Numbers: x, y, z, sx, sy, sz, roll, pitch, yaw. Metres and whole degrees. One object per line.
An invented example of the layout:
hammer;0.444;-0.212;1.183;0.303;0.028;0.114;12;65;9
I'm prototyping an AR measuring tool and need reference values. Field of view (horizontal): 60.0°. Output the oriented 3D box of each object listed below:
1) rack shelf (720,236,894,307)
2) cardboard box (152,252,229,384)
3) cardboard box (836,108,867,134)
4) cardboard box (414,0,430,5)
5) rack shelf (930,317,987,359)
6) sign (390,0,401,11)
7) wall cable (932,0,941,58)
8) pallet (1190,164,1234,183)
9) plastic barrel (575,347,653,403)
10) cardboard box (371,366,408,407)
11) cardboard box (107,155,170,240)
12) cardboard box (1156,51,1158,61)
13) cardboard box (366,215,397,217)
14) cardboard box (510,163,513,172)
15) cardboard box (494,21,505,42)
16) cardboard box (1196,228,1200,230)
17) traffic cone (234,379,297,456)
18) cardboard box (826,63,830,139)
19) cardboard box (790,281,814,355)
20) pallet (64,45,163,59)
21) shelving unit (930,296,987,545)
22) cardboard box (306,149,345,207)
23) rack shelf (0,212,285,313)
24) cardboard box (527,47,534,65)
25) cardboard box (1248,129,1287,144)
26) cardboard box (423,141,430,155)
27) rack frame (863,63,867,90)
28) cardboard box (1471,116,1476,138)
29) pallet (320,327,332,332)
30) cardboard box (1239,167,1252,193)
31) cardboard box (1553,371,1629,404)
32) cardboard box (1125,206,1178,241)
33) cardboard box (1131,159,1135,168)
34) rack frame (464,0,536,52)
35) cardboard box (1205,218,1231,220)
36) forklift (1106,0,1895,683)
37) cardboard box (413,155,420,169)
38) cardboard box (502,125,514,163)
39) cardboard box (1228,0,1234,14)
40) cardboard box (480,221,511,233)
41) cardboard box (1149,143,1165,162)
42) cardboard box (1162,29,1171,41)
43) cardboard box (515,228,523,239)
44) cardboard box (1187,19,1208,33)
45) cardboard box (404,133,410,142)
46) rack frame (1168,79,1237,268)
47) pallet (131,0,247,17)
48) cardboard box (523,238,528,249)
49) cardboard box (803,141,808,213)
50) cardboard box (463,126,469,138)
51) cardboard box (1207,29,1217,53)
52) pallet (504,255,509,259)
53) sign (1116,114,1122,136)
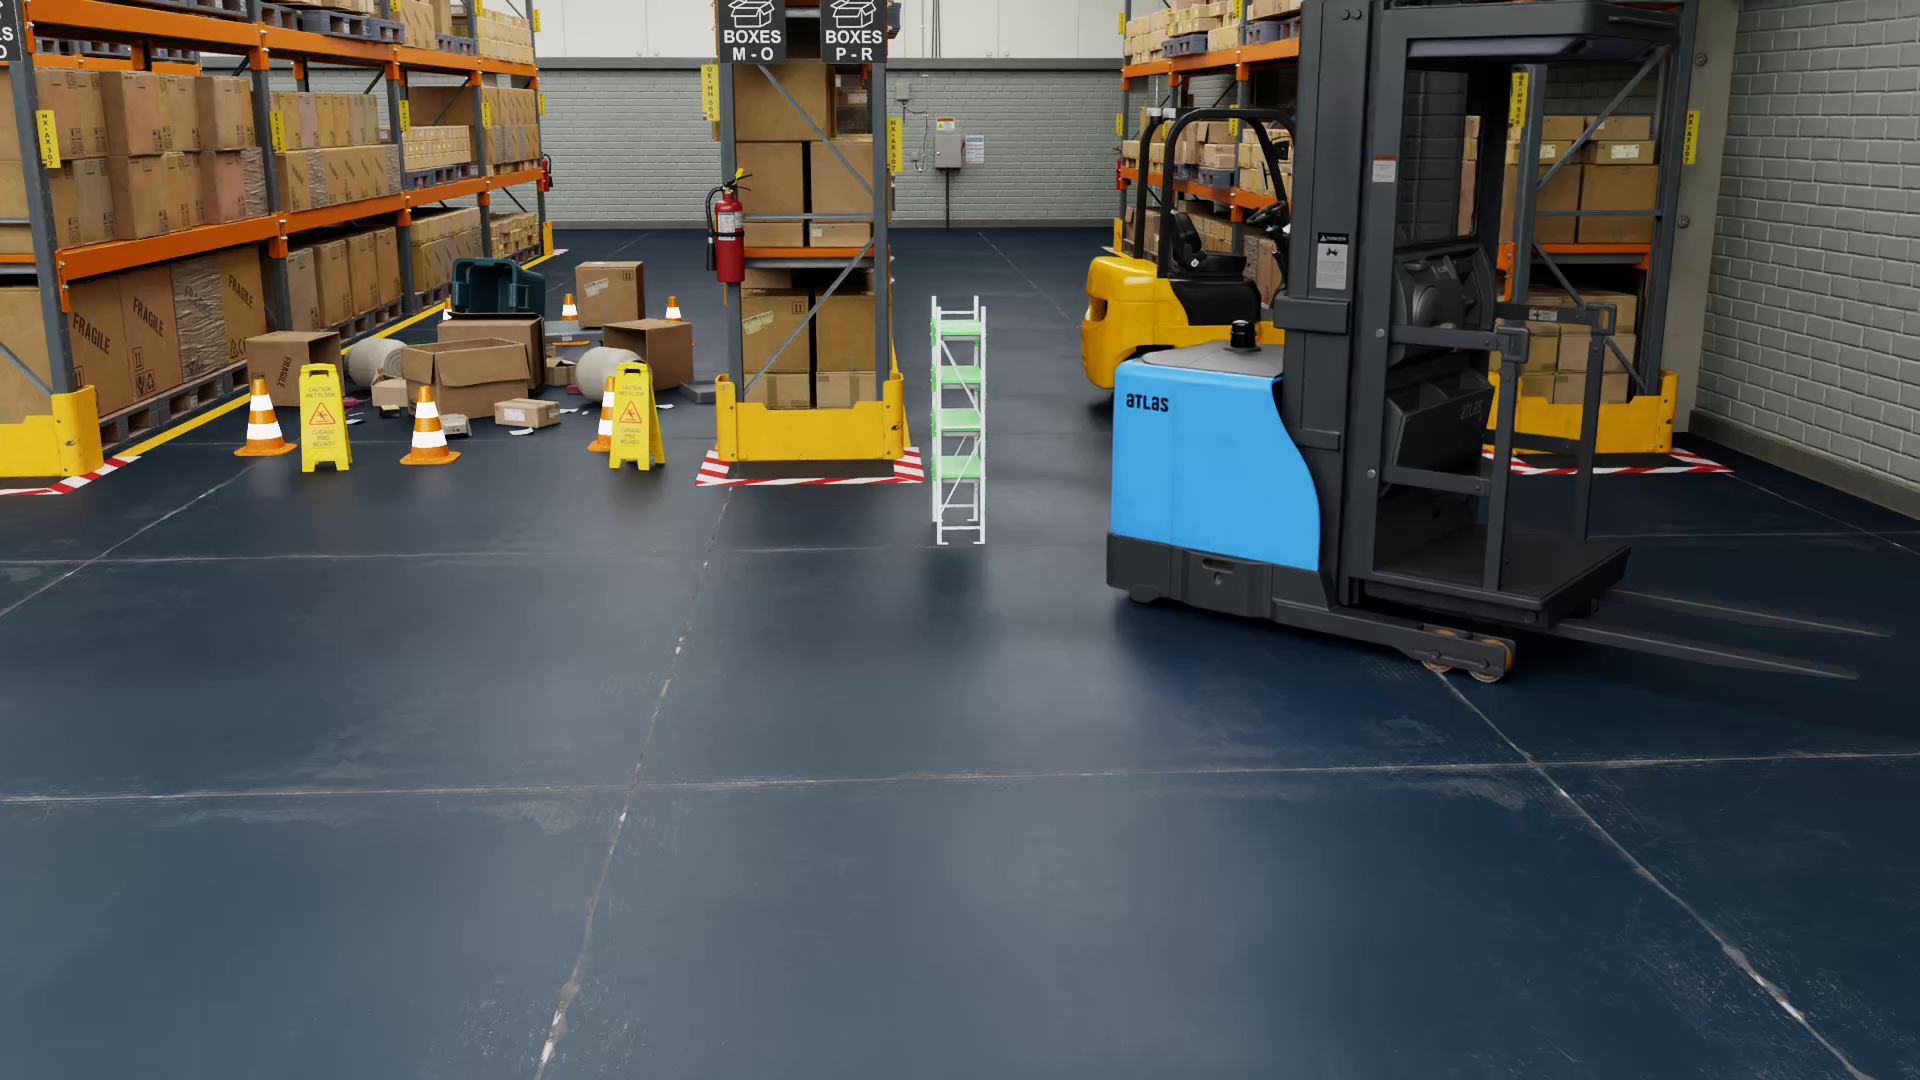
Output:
rack shelf;-1.068;-2.127;12.218;1.077;0.370;4.000;-1;14;-3
cardboard box;-6.098;-1.664;12.396;0.875;0.875;0.875;-1;14;-3
cardboard box;-0.935;-3.490;14.430;0.500;0.500;0.500;-1;14;-2
cardboard box;-6.658;-6.181;19.459;0.797;0.503;0.637;-1;14;-4
rack shelf;-0.010;-1.025;8.433;0.258;0.148;0.480;-1;14;-3
sign;-5.820;-5.614;17.110;0.100;0.325;0.005;-1;14;-3
wall cable;0.964;-10.336;30.563;2.988;3.039;0.133;-1;14;-3
pallet;3.389;-4.436;20.132;1.003;0.211;1.213;-1;14;-3
plastic barrel;-2.584;-1.221;12.422;0.512;0.421;0.421;10;18;35
cardboard box;-4.182;-1.148;12.456;0.396;0.266;0.258;2;15;6
cardboard box;-5.912;-2.318;11.217;0.875;0.550;0.550;-1;14;-3
cardboard box;2.931;-6.712;23.078;0.380;0.149;0.250;0;14;-2
cardboard box;-6.736;-3.640;19.324;0.500;0.250;0.500;-1;14;-2
cardboard box;-6.543;-5.270;23.493;0.380;0.149;0.250;-1;14;-2
cardboard box;-6.456;-6.856;22.431;0.500;0.250;0.500;-1;14;-2
cardboard box;3.141;-3.653;20.877;0.500;0.500;0.500;-1;14;-5
traffic cone;-4.494;-0.802;10.715;0.336;0.463;0.334;-1;14;-3
cardboard box;-1.218;-2.905;10.991;0.700;0.500;0.500;-1;14;-3
cardboard box;-1.290;-1.538;11.655;0.500;0.500;0.500;0;14;-1
pallet;-11.692;-6.726;22.805;1.003;0.211;1.213;-1;14;-3
shelving unit;-0.010;-0.622;8.537;0.258;1.200;0.503;-1;14;-3
cardboard box;-5.951;-3.305;15.150;0.500;0.500;0.500;-1;14;-4
rack shelf;-6.003;-2.026;11.823;1.077;0.370;4.000;-1;14;-3
cardboard box;-6.578;-7.127;24.487;0.500;0.250;0.500;-1;14;-5
cardboard box;3.257;-4.258;17.552;0.380;0.149;0.250;-1;14;-2
cardboard box;-6.273;-4.474;18.959;0.380;0.149;0.250;-1;14;-3
rack frame;-1.440;-3.968;17.928;1.000;3.000;0.127;-1;14;-3
cardboard box;3.746;-2.837;11.432;0.380;0.149;0.250;-1;14;-3
pallet;-6.250;-1.712;14.755;1.003;0.211;1.213;-1;14;-3
cardboard box;3.297;-3.859;17.804;0.500;0.250;0.500;-1;14;-3
cardboard box;4.174;-1.053;11.273;0.500;0.250;0.500;-1;14;-3
cardboard box;2.961;-4.876;25.624;0.797;0.503;0.637;-1;15;-6
cardboard box;2.827;-5.765;25.416;0.380;0.149;0.250;-1;14;-2
rack frame;-6.870;-8.761;24.518;1.000;3.000;0.127;-1;14;-3
cardboard box;3.212;-3.863;20.394;0.380;0.149;0.250;-1;14;-3
forklift;2.128;-1.020;6.610;3.031;2.935;1.130;11;18;37
cardboard box;-6.234;-4.196;18.477;0.380;0.149;0.250;0;14;-1
cardboard box;-6.435;-5.429;22.811;0.500;0.500;0.500;-1;14;-5
cardboard box;3.219;-5.976;18.616;0.380;0.149;0.250;-1;14;-5
cardboard box;-6.433;-4.321;22.986;0.380;0.149;0.250;-1;14;-2
cardboard box;2.927;-5.483;23.521;0.500;0.250;0.500;-1;14;-4
cardboard box;2.986;-6.680;22.155;0.500;0.250;0.500;-1;14;-3
cardboard box;-6.476;-4.374;23.788;0.380;0.149;0.250;0;14;-1
cardboard box;2.960;-6.225;20.142;0.380;0.149;0.250;-1;14;-2
cardboard box;-6.229;-4.421;18.156;0.380;0.149;0.250;-1;14;-5
rack frame;3.266;-5.040;22.095;1.000;3.000;0.127;-1;14;-3
pallet;-6.086;-4.077;12.512;1.003;0.211;1.213;-1;14;-3
cardboard box;-6.475;-4.298;24.089;0.380;0.149;0.250;-2;15;-6
cardboard box;-1.280;-2.426;11.138;0.500;0.500;0.500;-1;14;-3
cardboard box;-6.403;-5.134;20.928;0.380;0.149;0.250;0;14;-1
cardboard box;3.177;-5.799;19.325;0.500;0.250;0.500;-1;14;-3
pallet;-6.699;-3.677;22.394;1.003;0.211;1.213;-1;14;-3
sign;2.476;-6.446;25.821;0.100;0.325;0.005;-1;14;-3
